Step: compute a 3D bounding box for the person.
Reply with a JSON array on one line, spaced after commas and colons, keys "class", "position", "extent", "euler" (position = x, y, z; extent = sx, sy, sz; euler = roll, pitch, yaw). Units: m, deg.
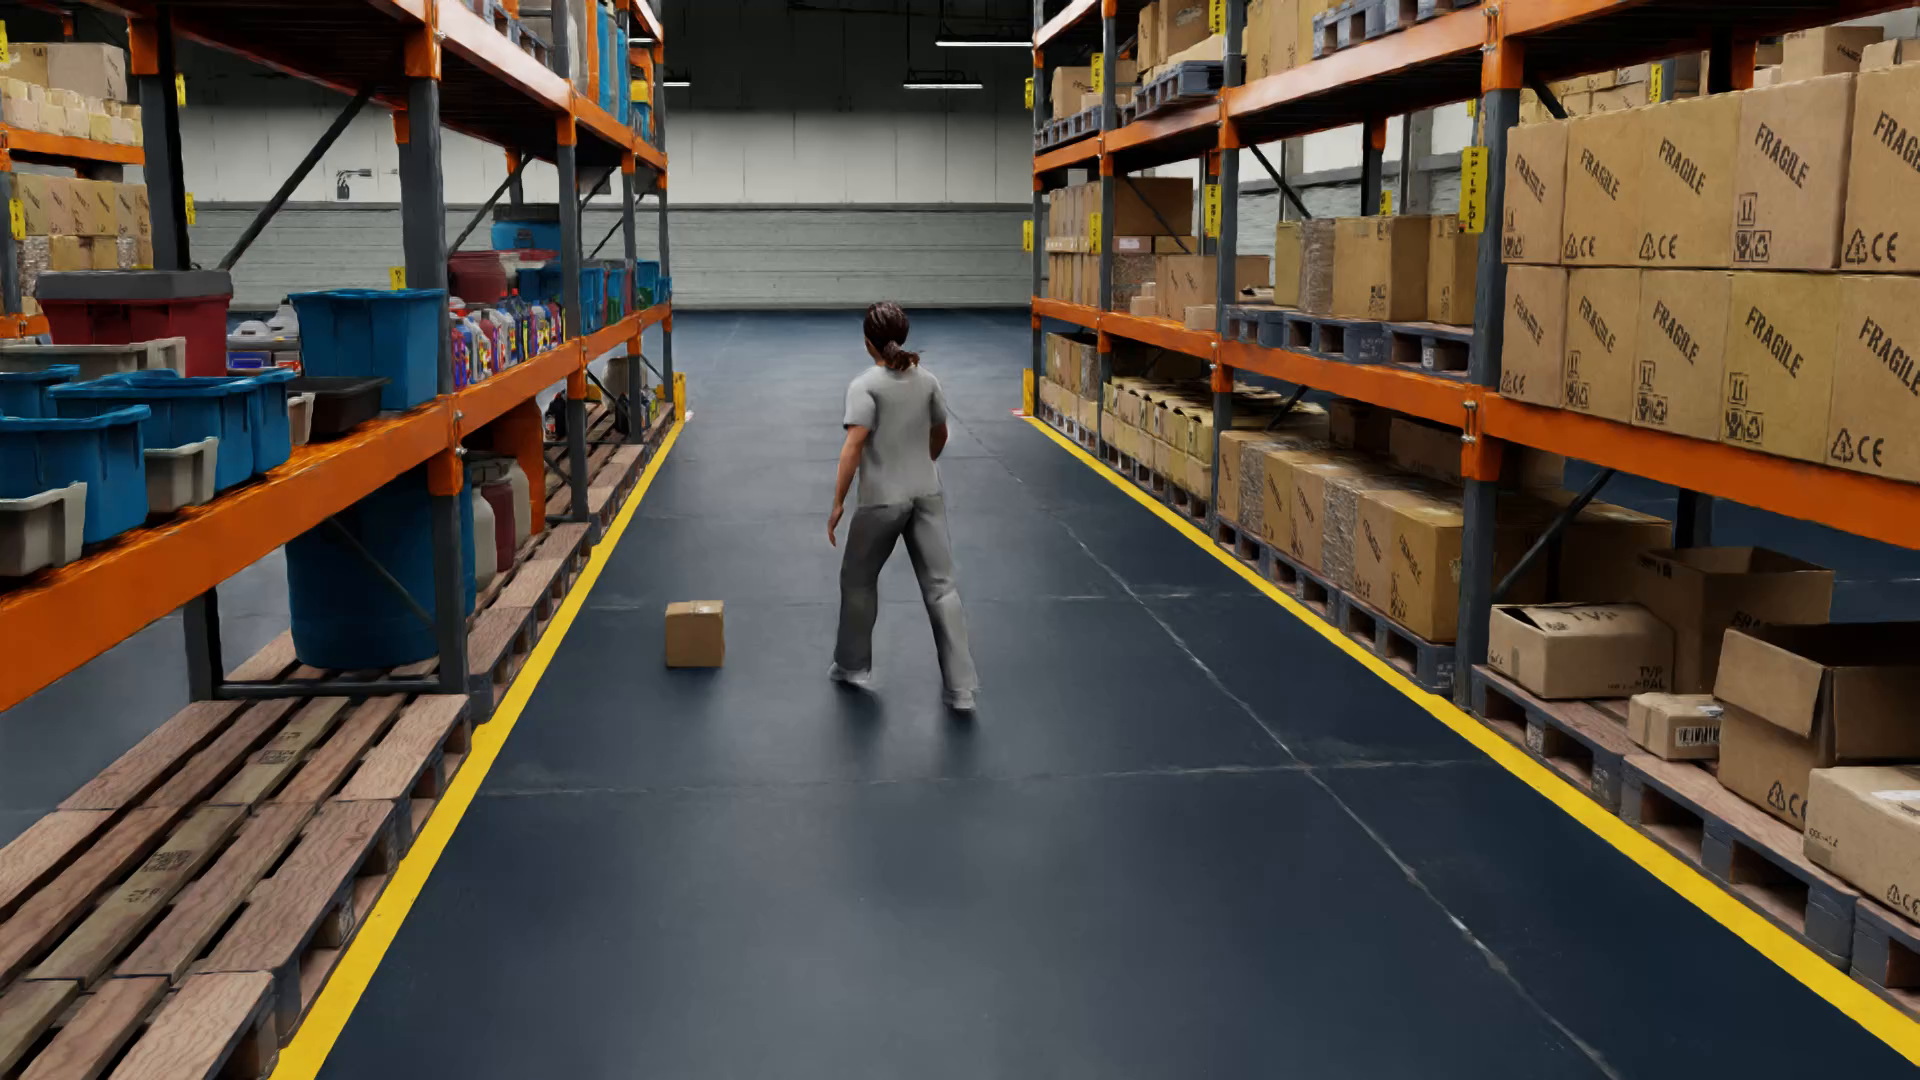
[{"class": "person", "position": [-0.321, -0.152, 6.789], "extent": [0.629, 1.639, 0.915], "euler": [-6, 12, -31]}]
